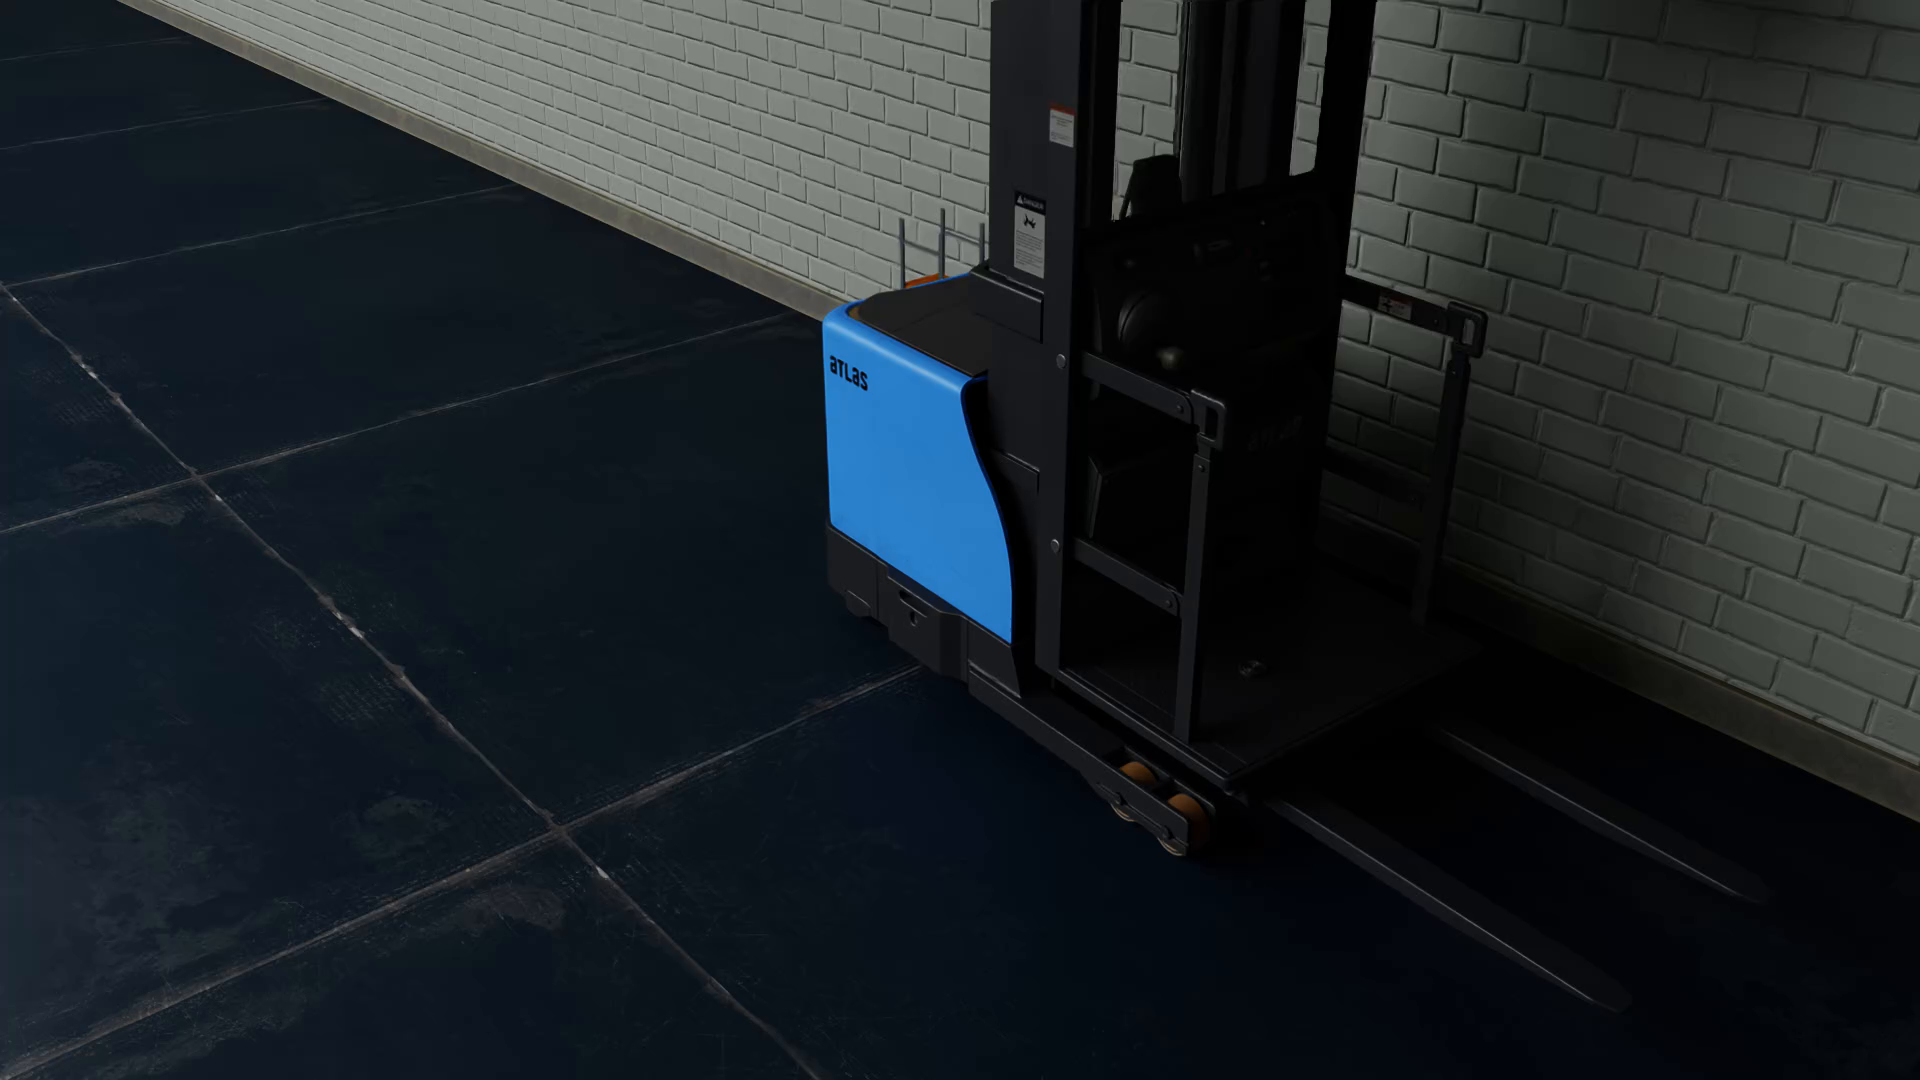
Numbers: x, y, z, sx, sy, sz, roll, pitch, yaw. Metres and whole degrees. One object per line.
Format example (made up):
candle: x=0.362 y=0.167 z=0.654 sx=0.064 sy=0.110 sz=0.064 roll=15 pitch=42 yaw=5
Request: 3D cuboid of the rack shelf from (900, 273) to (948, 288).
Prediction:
rack shelf: x=-0.063 y=-0.858 z=5.914 sx=0.180 sy=0.103 sz=0.258 roll=-21 pitch=35 yaw=-34

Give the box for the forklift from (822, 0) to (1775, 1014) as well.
forklift: x=0.836 y=-0.683 z=4.418 sx=1.130 sy=2.935 sz=3.031 roll=-20 pitch=34 yaw=-33

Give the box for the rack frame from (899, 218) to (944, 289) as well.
rack frame: x=-0.134 y=-0.553 z=6.012 sx=0.006 sy=1.200 sz=0.240 roll=-21 pitch=35 yaw=-34

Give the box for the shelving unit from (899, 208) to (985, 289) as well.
shelving unit: x=-0.063 y=-0.580 z=6.062 sx=0.189 sy=1.200 sz=0.258 roll=-21 pitch=35 yaw=-34

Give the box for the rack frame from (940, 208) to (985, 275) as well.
rack frame: x=0.008 y=-0.607 z=6.113 sx=0.006 sy=1.200 sz=0.240 roll=-21 pitch=35 yaw=-34
